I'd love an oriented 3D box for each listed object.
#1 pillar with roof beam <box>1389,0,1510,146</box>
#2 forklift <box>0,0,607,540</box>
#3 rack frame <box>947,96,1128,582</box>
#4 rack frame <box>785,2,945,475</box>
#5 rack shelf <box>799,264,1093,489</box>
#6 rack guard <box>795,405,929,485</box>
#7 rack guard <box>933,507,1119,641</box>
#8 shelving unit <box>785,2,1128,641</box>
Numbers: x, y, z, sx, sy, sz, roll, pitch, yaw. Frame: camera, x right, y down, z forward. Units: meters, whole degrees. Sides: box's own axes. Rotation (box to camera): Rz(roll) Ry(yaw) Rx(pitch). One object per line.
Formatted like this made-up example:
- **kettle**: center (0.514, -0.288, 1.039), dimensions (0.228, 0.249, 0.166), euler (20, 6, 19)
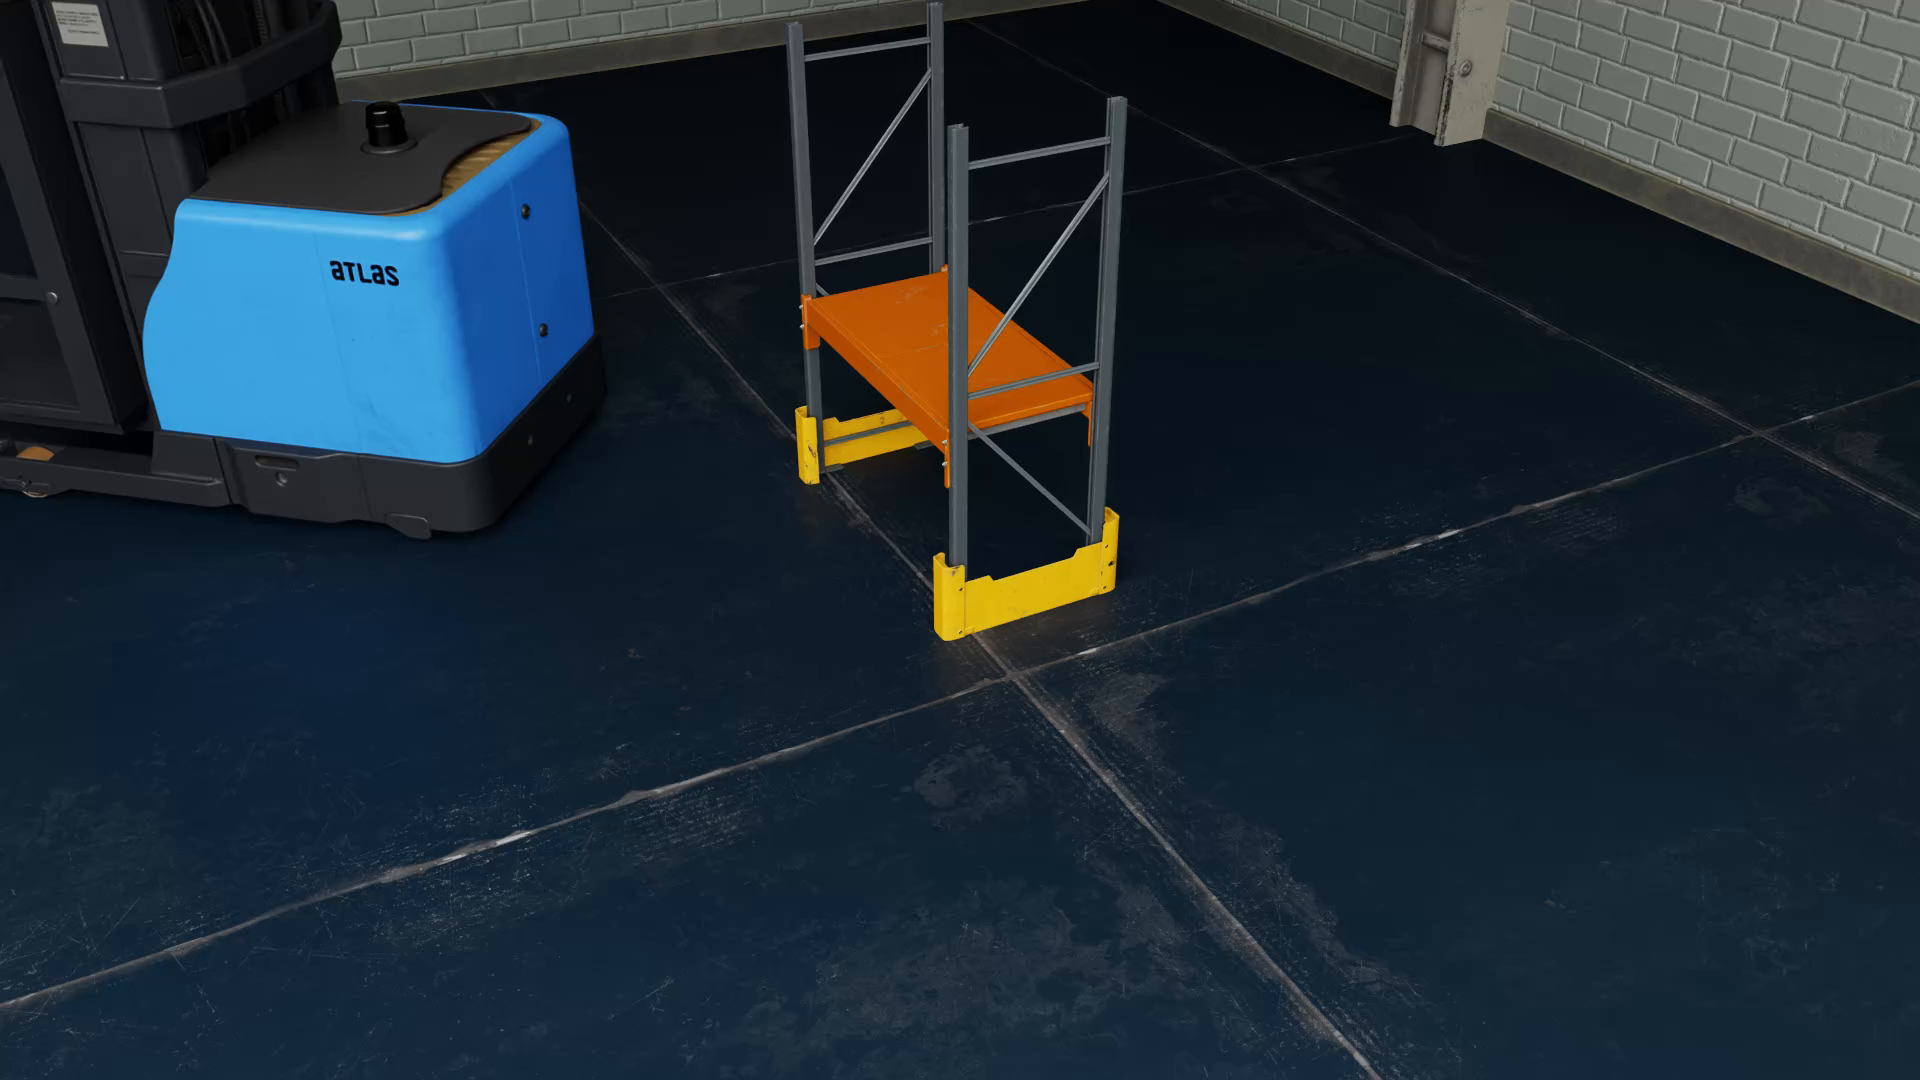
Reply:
- **pillar with roof beam**: center (-1.360, -4.808, 4.413), dimensions (9.100, 9.000, 0.400), euler (-16, 36, -23)
- **forklift**: center (-2.832, -1.641, 5.095), dimensions (3.031, 2.935, 1.130), euler (7, 33, 11)
- **rack frame**: center (0.197, -0.430, 4.530), dimensions (0.500, 1.500, 0.032), euler (-16, 36, -23)
- **rack frame**: center (-0.277, -0.915, 5.288), dimensions (0.500, 1.500, 0.032), euler (-16, 36, -23)
- **rack shelf**: center (-0.040, -0.521, 5.006), dimensions (0.538, 0.185, 1.000), euler (-16, 36, -23)
- **rack guard**: center (-0.268, -0.379, 5.610), dimensions (0.587, 0.250, 0.087), euler (-16, 36, -23)
- **rack guard**: center (0.197, 0.096, 4.868), dimensions (0.587, 0.250, 0.087), euler (-16, 36, -23)
- **shelving unit**: center (-0.036, -0.668, 4.902), dimensions (0.587, 1.500, 1.083), euler (-16, 36, -23)
